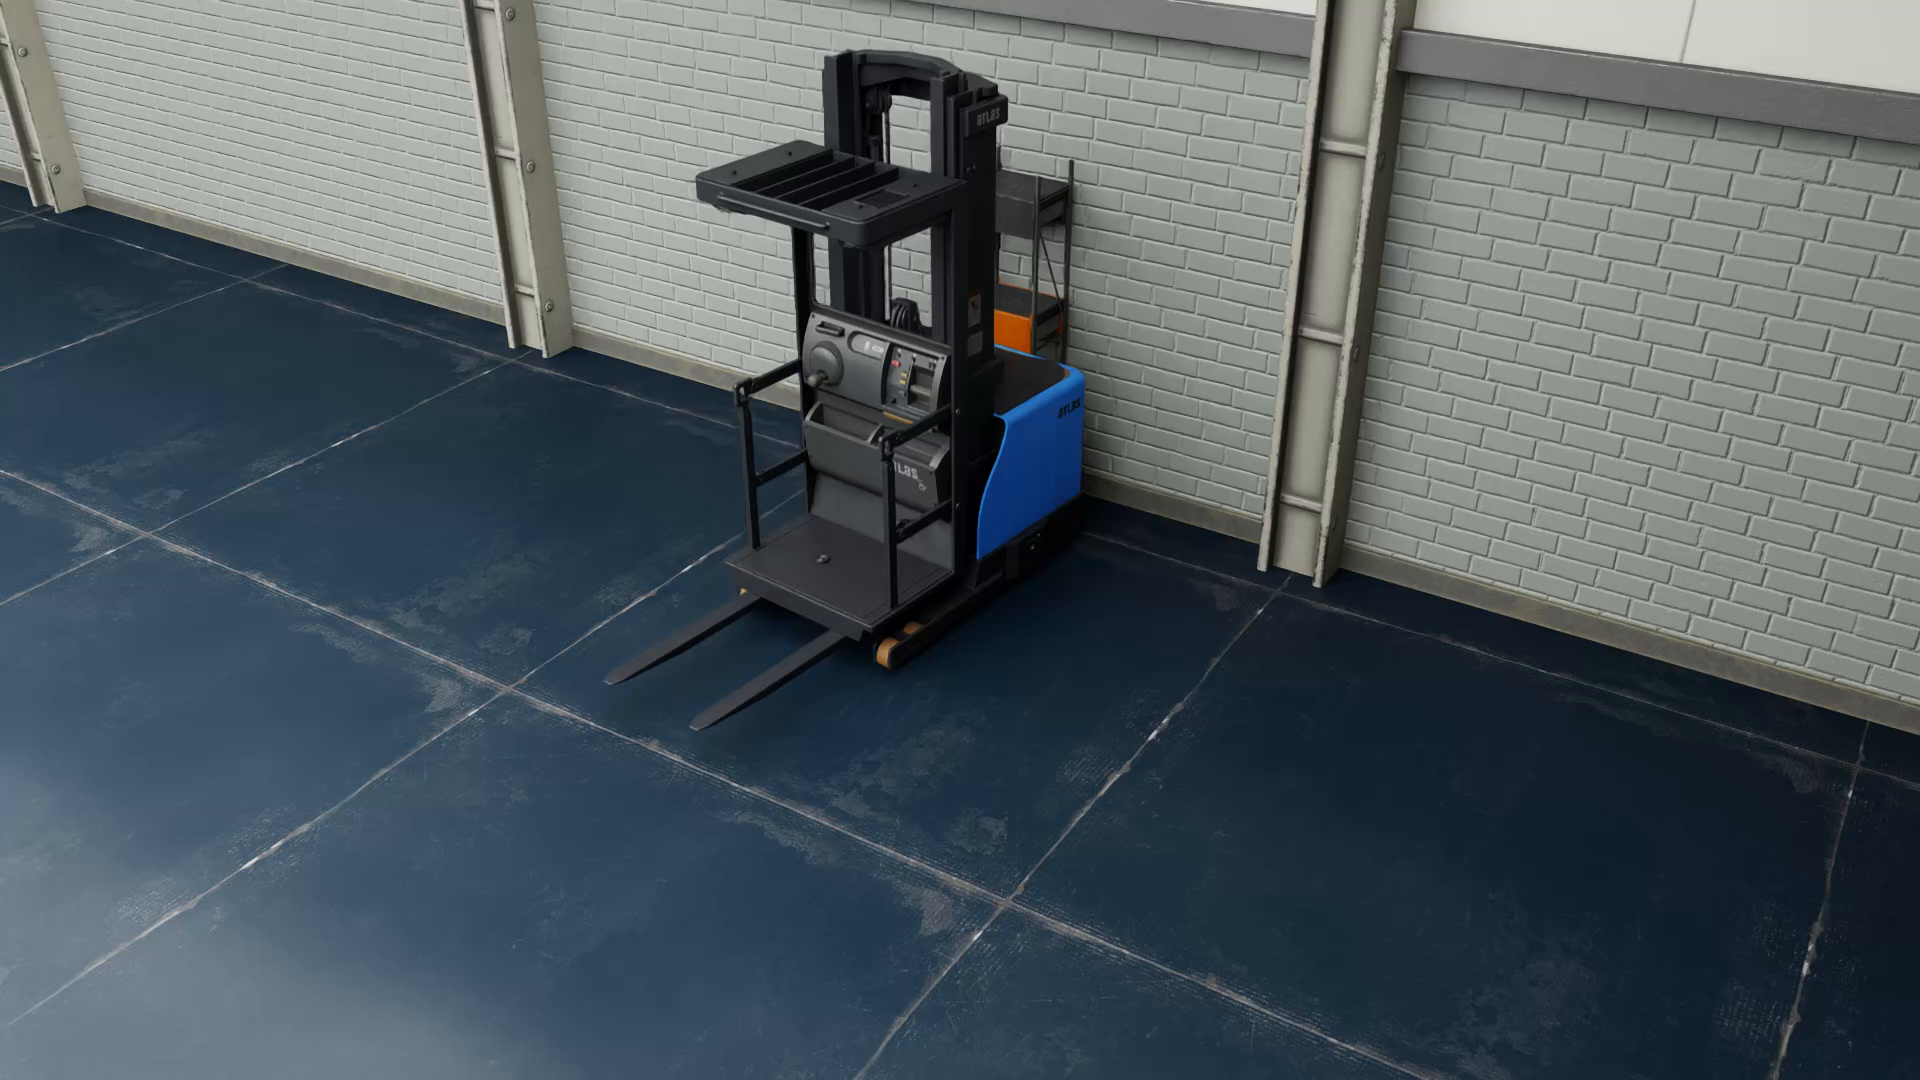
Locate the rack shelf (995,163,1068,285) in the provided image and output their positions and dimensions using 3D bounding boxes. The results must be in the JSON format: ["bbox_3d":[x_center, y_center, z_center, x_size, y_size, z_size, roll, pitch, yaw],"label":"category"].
[{"bbox_3d":[0.326,-1.827,9.580,0.480,0.518,0.431,18,34,28],"label":"rack shelf"}]

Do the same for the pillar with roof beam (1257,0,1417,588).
[{"bbox_3d":[-0.320,-1.894,4.238,0.400,9.000,9.100,18,35,27],"label":"pillar with roof beam"}]

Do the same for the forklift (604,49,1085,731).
[{"bbox_3d":[-0.578,-0.868,8.502,1.130,2.935,3.031,22,37,32],"label":"forklift"}]

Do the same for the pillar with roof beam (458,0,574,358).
[{"bbox_3d":[-5.402,-3.501,6.994,0.400,9.000,9.100,18,35,27],"label":"pillar with roof beam"}]

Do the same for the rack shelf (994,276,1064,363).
[{"bbox_3d":[0.322,-1.220,9.929,0.480,0.518,0.431,18,34,28],"label":"rack shelf"}]

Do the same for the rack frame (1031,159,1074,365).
[{"bbox_3d":[0.526,-1.165,9.807,0.015,2.100,0.400,18,34,28],"label":"rack frame"}]

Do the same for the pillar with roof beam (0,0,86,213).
[{"bbox_3d":[-10.484,-5.108,9.749,0.400,9.000,9.100,18,35,27],"label":"pillar with roof beam"}]

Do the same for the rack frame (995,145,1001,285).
[{"bbox_3d":[0.118,-1.300,10.037,0.015,2.100,0.400,18,34,28],"label":"rack frame"}]

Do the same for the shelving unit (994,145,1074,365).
[{"bbox_3d":[0.322,-1.232,9.922,0.503,2.100,0.431,18,34,28],"label":"shelving unit"}]
